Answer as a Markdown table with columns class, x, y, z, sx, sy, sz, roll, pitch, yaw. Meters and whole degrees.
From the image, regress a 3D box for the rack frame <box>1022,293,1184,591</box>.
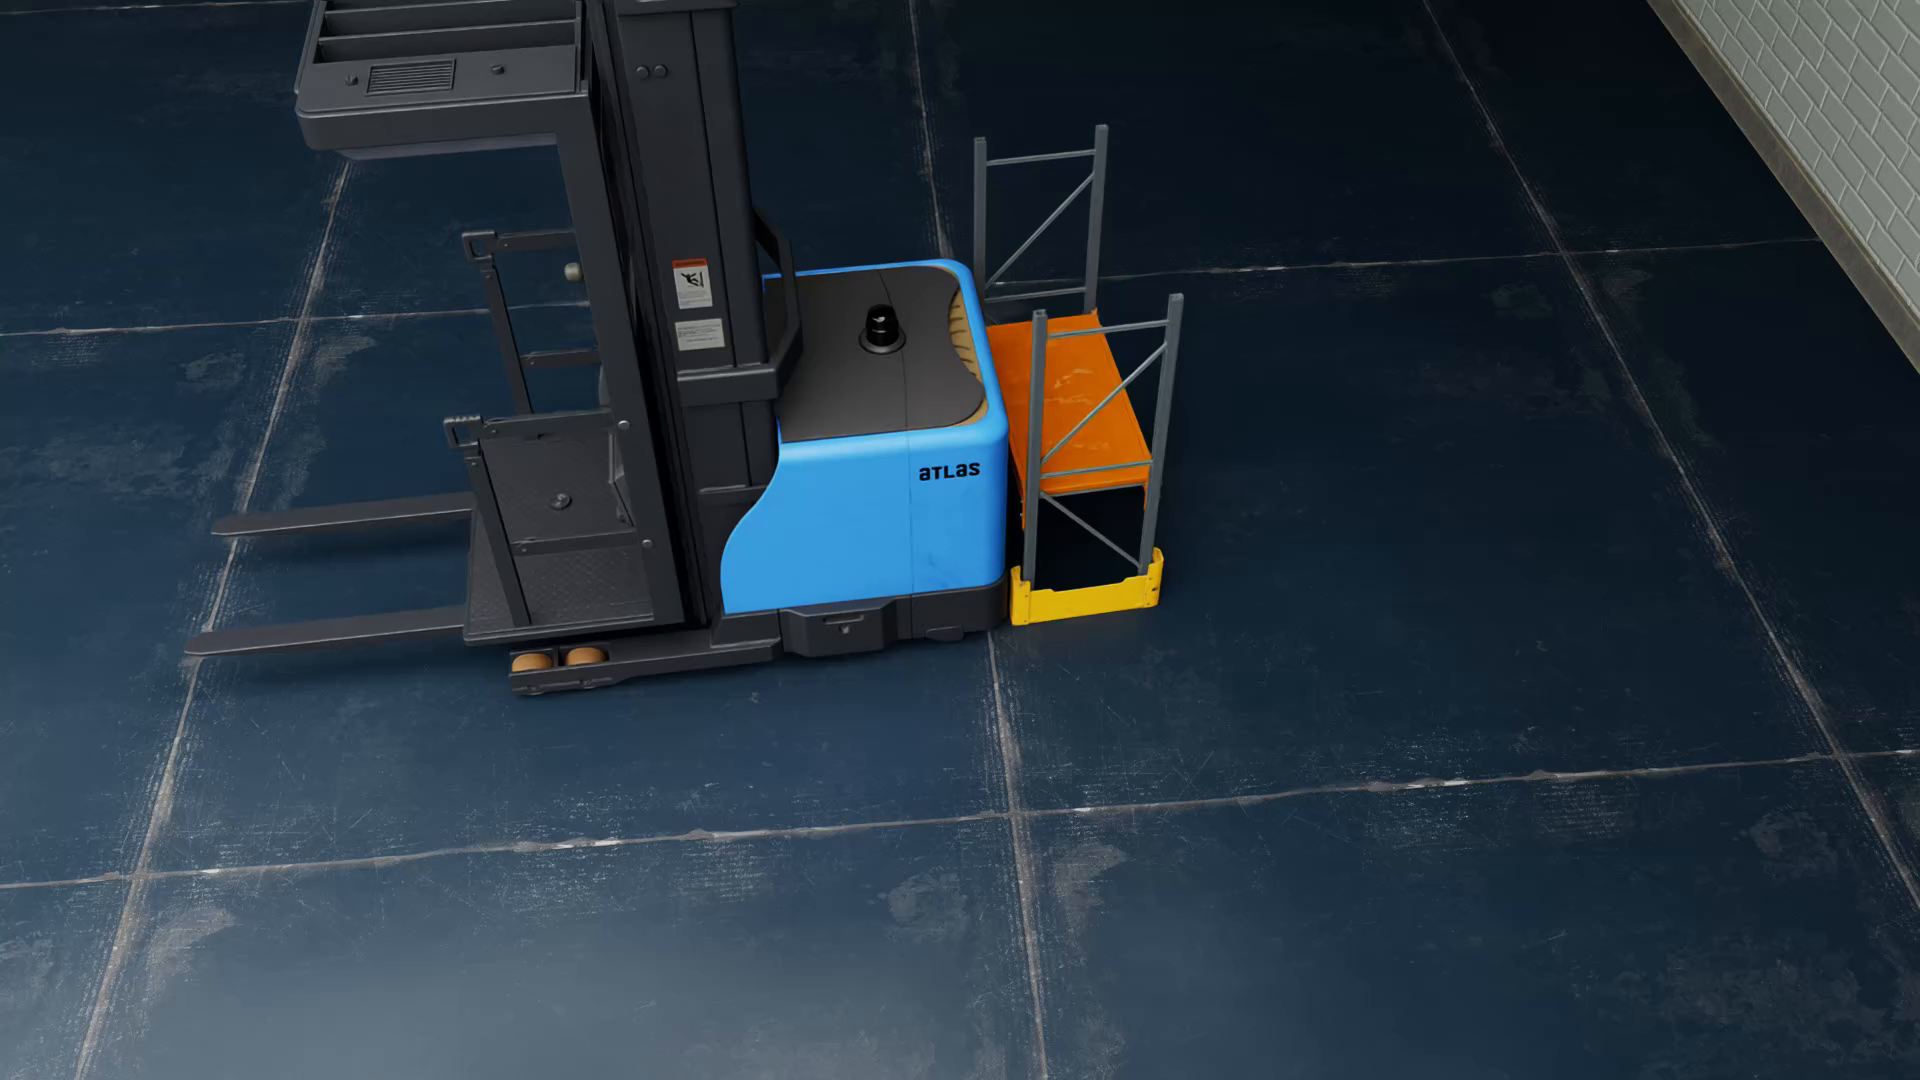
| class | x | y | z | sx | sy | sz | roll | pitch | yaw |
| --- | --- | --- | --- | --- | --- | --- | --- | --- | --- |
| rack frame | 0.485 | -0.250 | 5.954 | 0.500 | 1.500 | 0.032 | -8 | 47 | -7 |

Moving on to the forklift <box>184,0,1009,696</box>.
| class | x | y | z | sx | sy | sz | roll | pitch | yaw |
| --- | --- | --- | --- | --- | --- | --- | --- | --- | --- |
| forklift | -1.379 | -0.843 | 5.530 | 3.031 | 2.935 | 1.130 | -6 | 47 | -6 |

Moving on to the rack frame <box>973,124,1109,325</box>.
| class | x | y | z | sx | sy | sz | roll | pitch | yaw |
| --- | --- | --- | --- | --- | --- | --- | --- | --- | --- |
| rack frame | 0.300 | -0.976 | 6.641 | 0.500 | 1.500 | 0.032 | -8 | 47 | -7 |

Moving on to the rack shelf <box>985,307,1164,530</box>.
| class | x | y | z | sx | sy | sz | roll | pitch | yaw |
| --- | --- | --- | --- | --- | --- | --- | --- | --- | --- |
| rack shelf | 0.392 | -0.489 | 6.428 | 0.538 | 0.185 | 1.000 | -8 | 47 | -7 |

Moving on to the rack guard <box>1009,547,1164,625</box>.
| class | x | y | z | sx | sy | sz | roll | pitch | yaw |
| --- | --- | --- | --- | --- | --- | --- | --- | --- | --- |
| rack guard | 0.484 | 0.179 | 6.408 | 0.587 | 0.250 | 0.087 | -8 | 47 | -7 |

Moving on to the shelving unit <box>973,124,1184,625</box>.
| class | x | y | z | sx | sy | sz | roll | pitch | yaw |
| --- | --- | --- | --- | --- | --- | --- | --- | --- | --- |
| shelving unit | 0.394 | -0.606 | 6.291 | 0.587 | 1.500 | 1.083 | -8 | 47 | -7 |
